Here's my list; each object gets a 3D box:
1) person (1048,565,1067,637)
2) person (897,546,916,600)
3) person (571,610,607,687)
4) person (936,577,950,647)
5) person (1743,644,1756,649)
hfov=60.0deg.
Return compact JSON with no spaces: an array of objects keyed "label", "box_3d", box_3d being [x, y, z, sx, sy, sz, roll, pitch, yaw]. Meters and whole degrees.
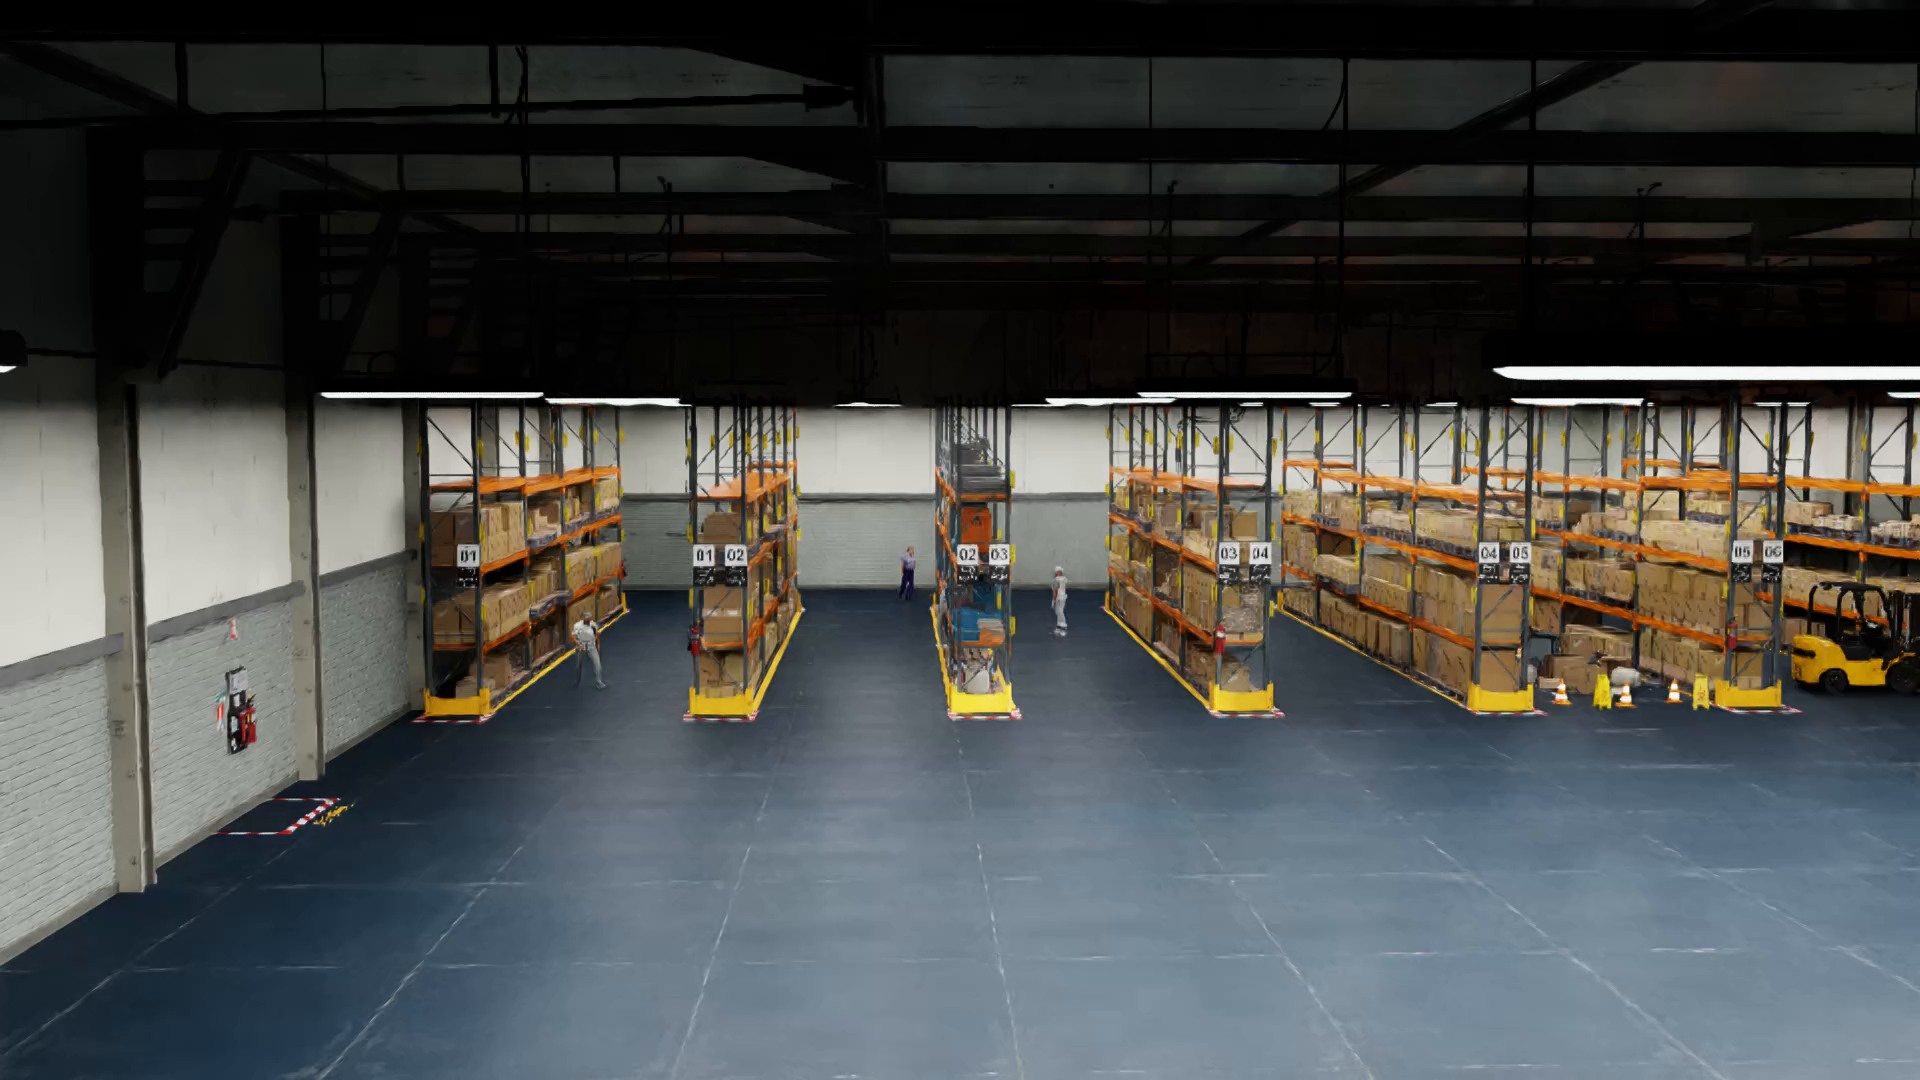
[{"label":"person","box_3d":[2.464,1.527,41.827,0.568,1.785,0.658,2,5,24]},{"label":"person","box_3d":[-1.619,0.983,49.945,0.546,1.635,0.547,-4,6,-39]},{"label":"person","box_3d":[-7.689,2.221,34.305,0.661,1.599,0.805,-2,5,-20]},{"label":"person","box_3d":[-0.177,1.673,38.575,0.664,1.637,0.565,4,6,43]},{"label":"person","box_3d":[16.843,2.074,35.584,0.481,1.674,0.492,2,5,28]}]
